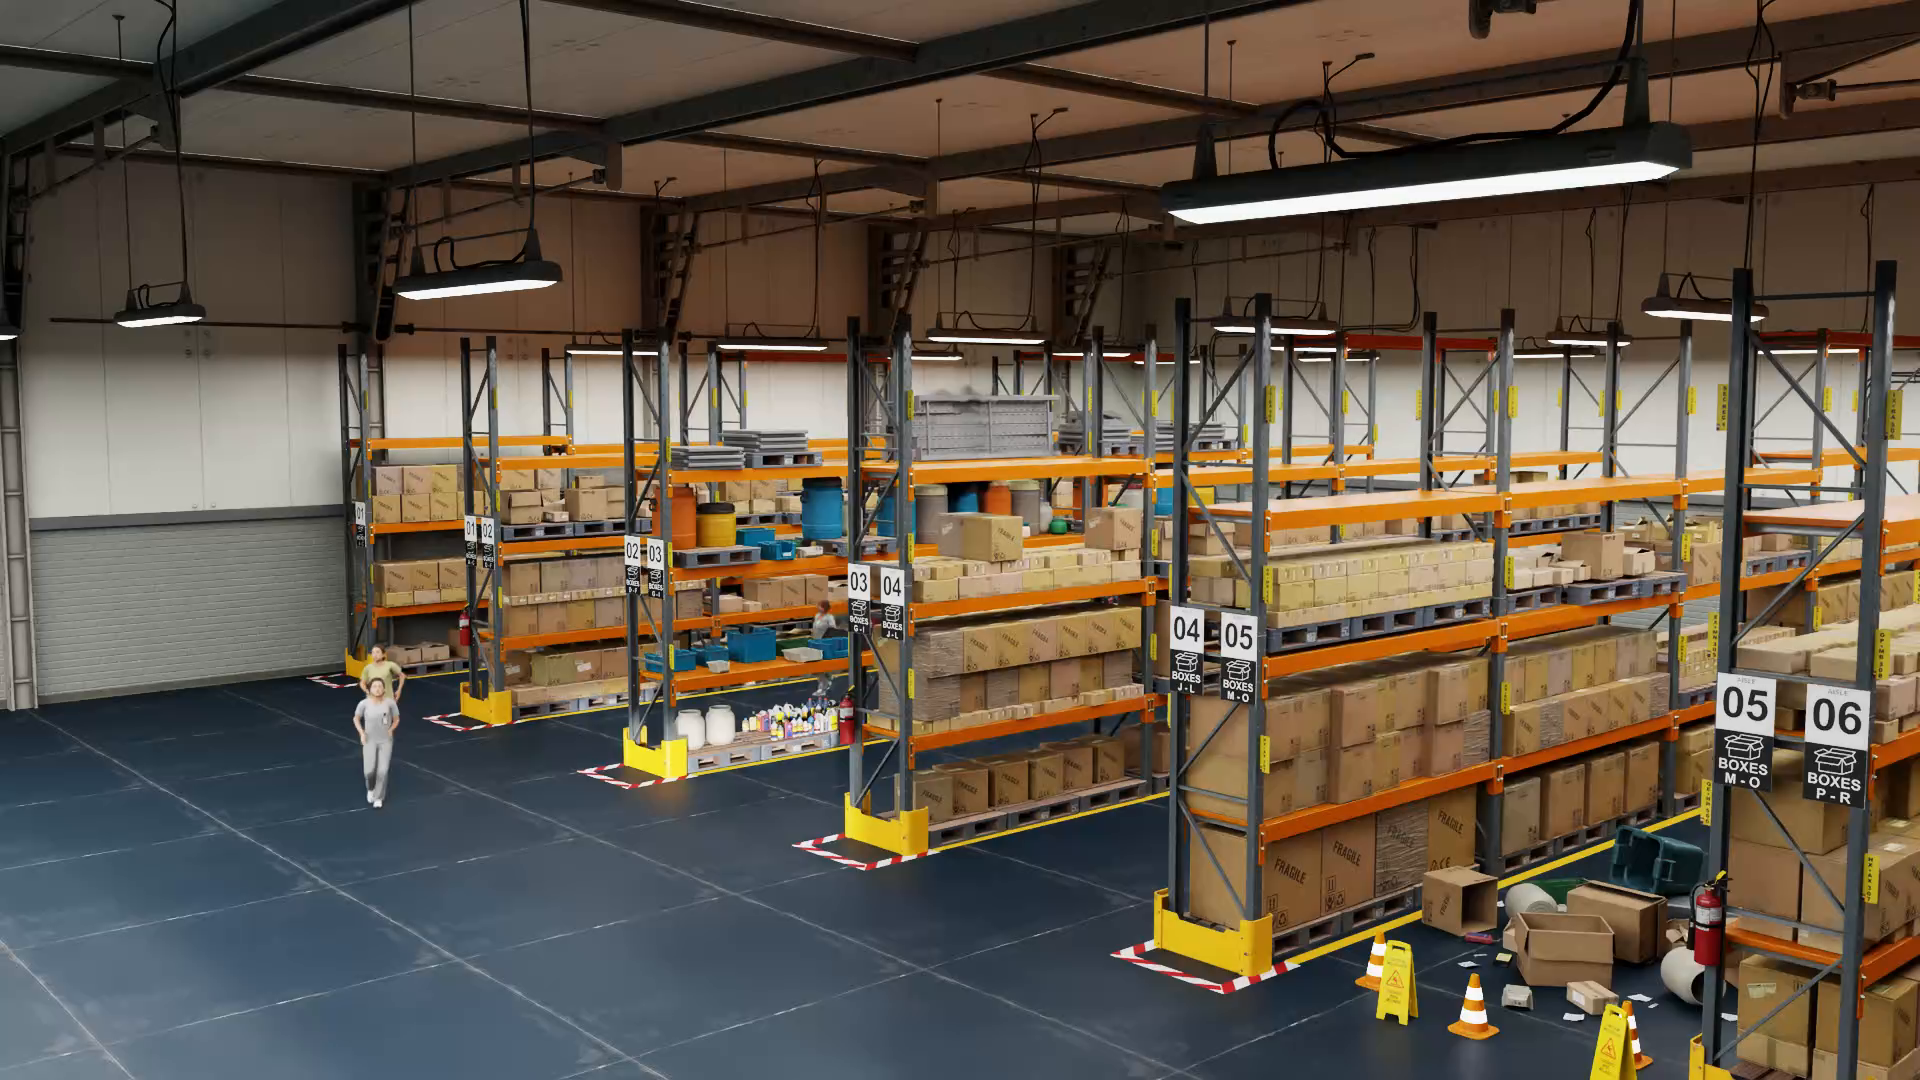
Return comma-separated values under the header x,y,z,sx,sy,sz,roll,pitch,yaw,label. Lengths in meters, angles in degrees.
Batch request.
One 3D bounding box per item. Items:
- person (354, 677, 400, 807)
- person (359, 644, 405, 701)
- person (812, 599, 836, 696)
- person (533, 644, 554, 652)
x,y,z,sx,sy,sz,roll,pitch,yaw,label
-7.193,2.508,20.546,0.540,1.626,0.544,-2,5,-21,person
-8.074,2.266,23.187,0.581,1.628,0.600,-1,5,-6,person
-2.193,1.714,26.586,0.549,1.551,0.493,5,7,42,person
-7.143,1.729,28.819,0.625,1.716,0.700,-5,7,-43,person
